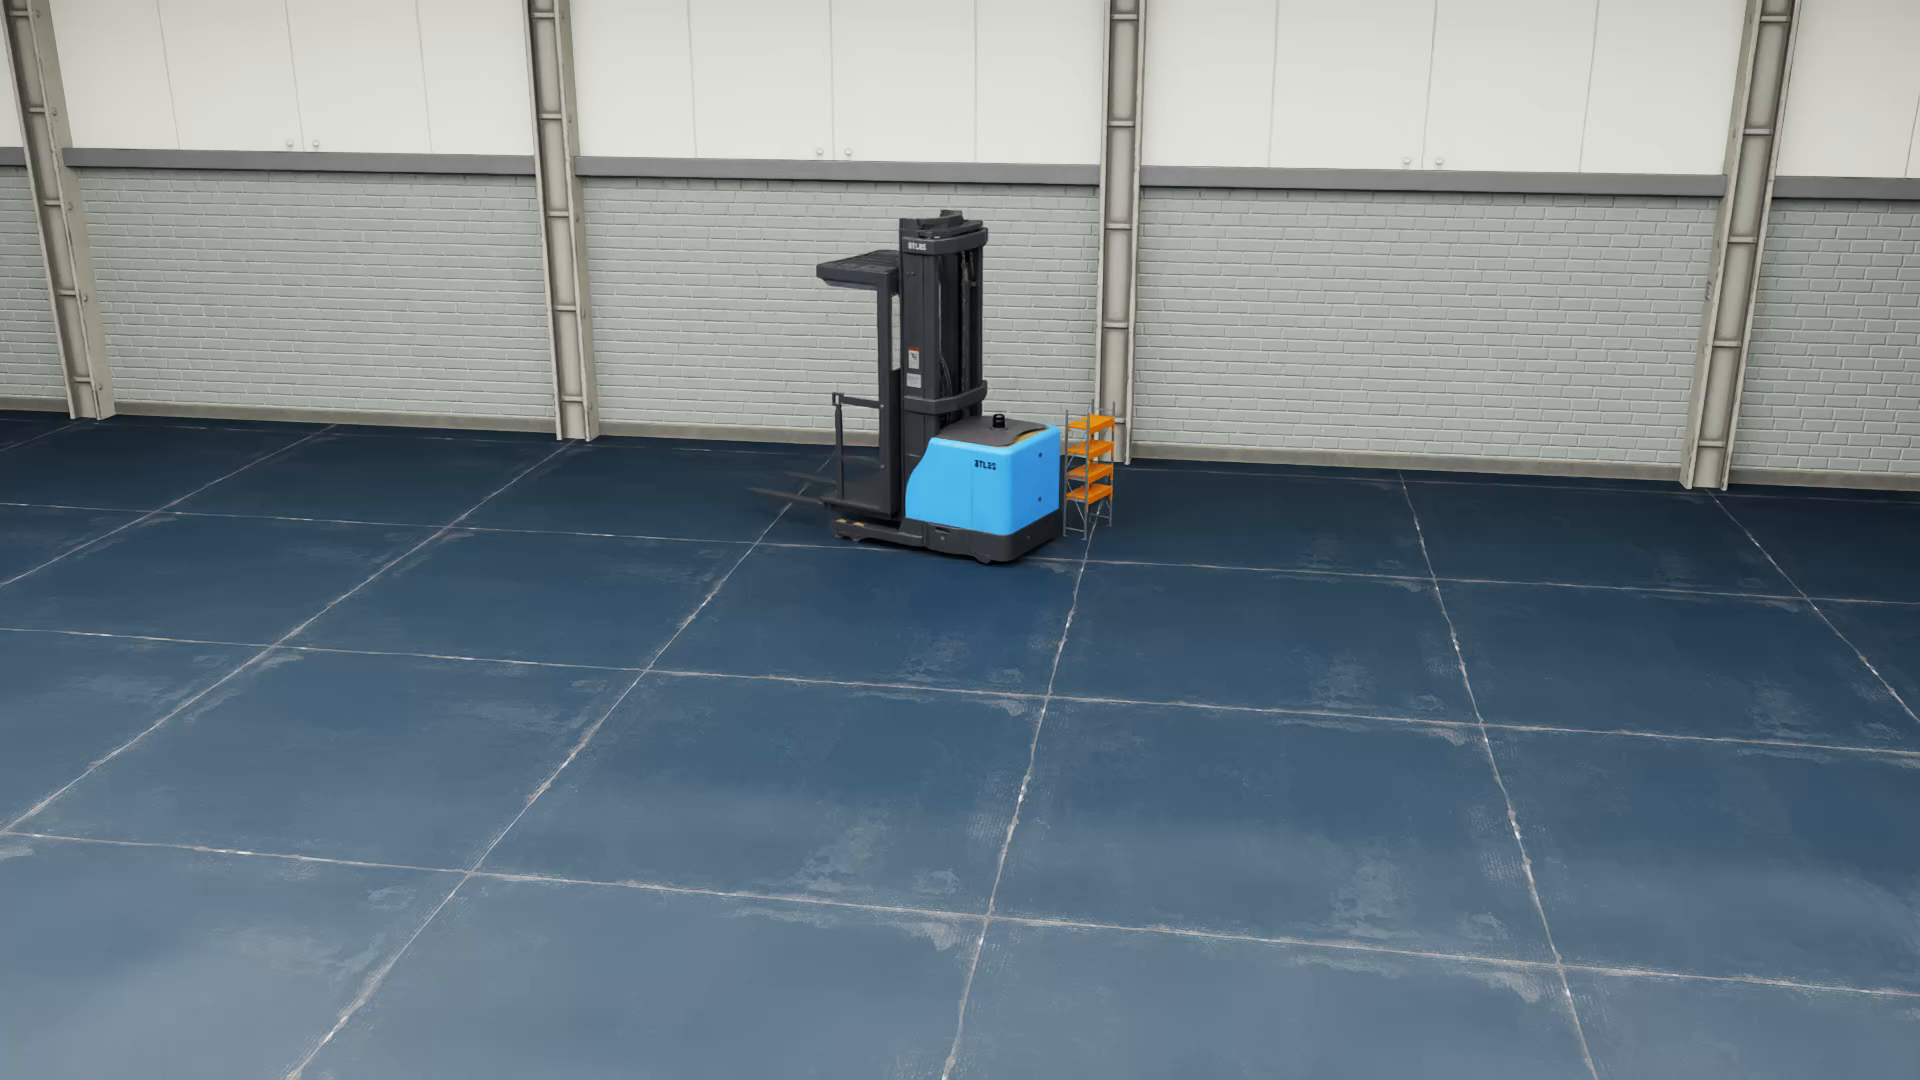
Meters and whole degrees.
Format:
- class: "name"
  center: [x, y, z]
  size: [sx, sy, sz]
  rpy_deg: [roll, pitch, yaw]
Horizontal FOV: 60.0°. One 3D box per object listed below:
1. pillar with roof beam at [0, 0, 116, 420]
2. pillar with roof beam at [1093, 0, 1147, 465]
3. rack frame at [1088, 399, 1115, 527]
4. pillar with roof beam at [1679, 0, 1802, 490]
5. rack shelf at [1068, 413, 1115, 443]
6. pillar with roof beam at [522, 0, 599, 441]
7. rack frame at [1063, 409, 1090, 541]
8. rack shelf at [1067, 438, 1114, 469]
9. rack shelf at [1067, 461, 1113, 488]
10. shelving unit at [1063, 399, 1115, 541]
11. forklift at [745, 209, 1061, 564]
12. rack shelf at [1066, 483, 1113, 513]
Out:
- class: "pillar with roof beam"
  center: [-10.901, -4.382, 14.163]
  size: [0.400, 9.000, 9.100]
  rpy_deg: [3, 19, 9]
- class: "pillar with roof beam"
  center: [0.947, -3.778, 12.358]
  size: [0.400, 9.000, 9.100]
  rpy_deg: [3, 19, 9]
- class: "rack frame"
  center: [1.320, -0.717, 15.501]
  size: [0.240, 1.200, 0.015]
  rpy_deg: [12, 22, 31]
- class: "pillar with roof beam"
  center: [6.871, -3.476, 11.456]
  size: [0.400, 9.000, 9.100]
  rpy_deg: [3, 19, 9]
- class: "rack shelf"
  center: [1.188, -1.024, 15.182]
  size: [0.258, 0.148, 0.480]
  rpy_deg: [12, 22, 31]
- class: "pillar with roof beam"
  center: [-4.977, -4.080, 13.261]
  size: [0.400, 9.000, 9.100]
  rpy_deg: [3, 19, 9]
- class: "rack frame"
  center: [1.056, -0.586, 15.112]
  size: [0.240, 1.200, 0.015]
  rpy_deg: [12, 22, 31]
- class: "rack shelf"
  center: [1.188, -0.800, 15.257]
  size: [0.258, 0.148, 0.480]
  rpy_deg: [12, 22, 31]
- class: "rack shelf"
  center: [1.188, -0.588, 15.328]
  size: [0.258, 0.148, 0.480]
  rpy_deg: [12, 22, 31]
- class: "shelving unit"
  center: [1.188, -0.652, 15.306]
  size: [0.258, 1.200, 0.503]
  rpy_deg: [12, 22, 31]
- class: "forklift"
  center: [-0.609, -1.513, 15.153]
  size: [3.031, 2.935, 1.130]
  rpy_deg: [11, 21, 30]
- class: "rack shelf"
  center: [1.188, -0.399, 15.391]
  size: [0.258, 0.148, 0.480]
  rpy_deg: [12, 22, 31]
